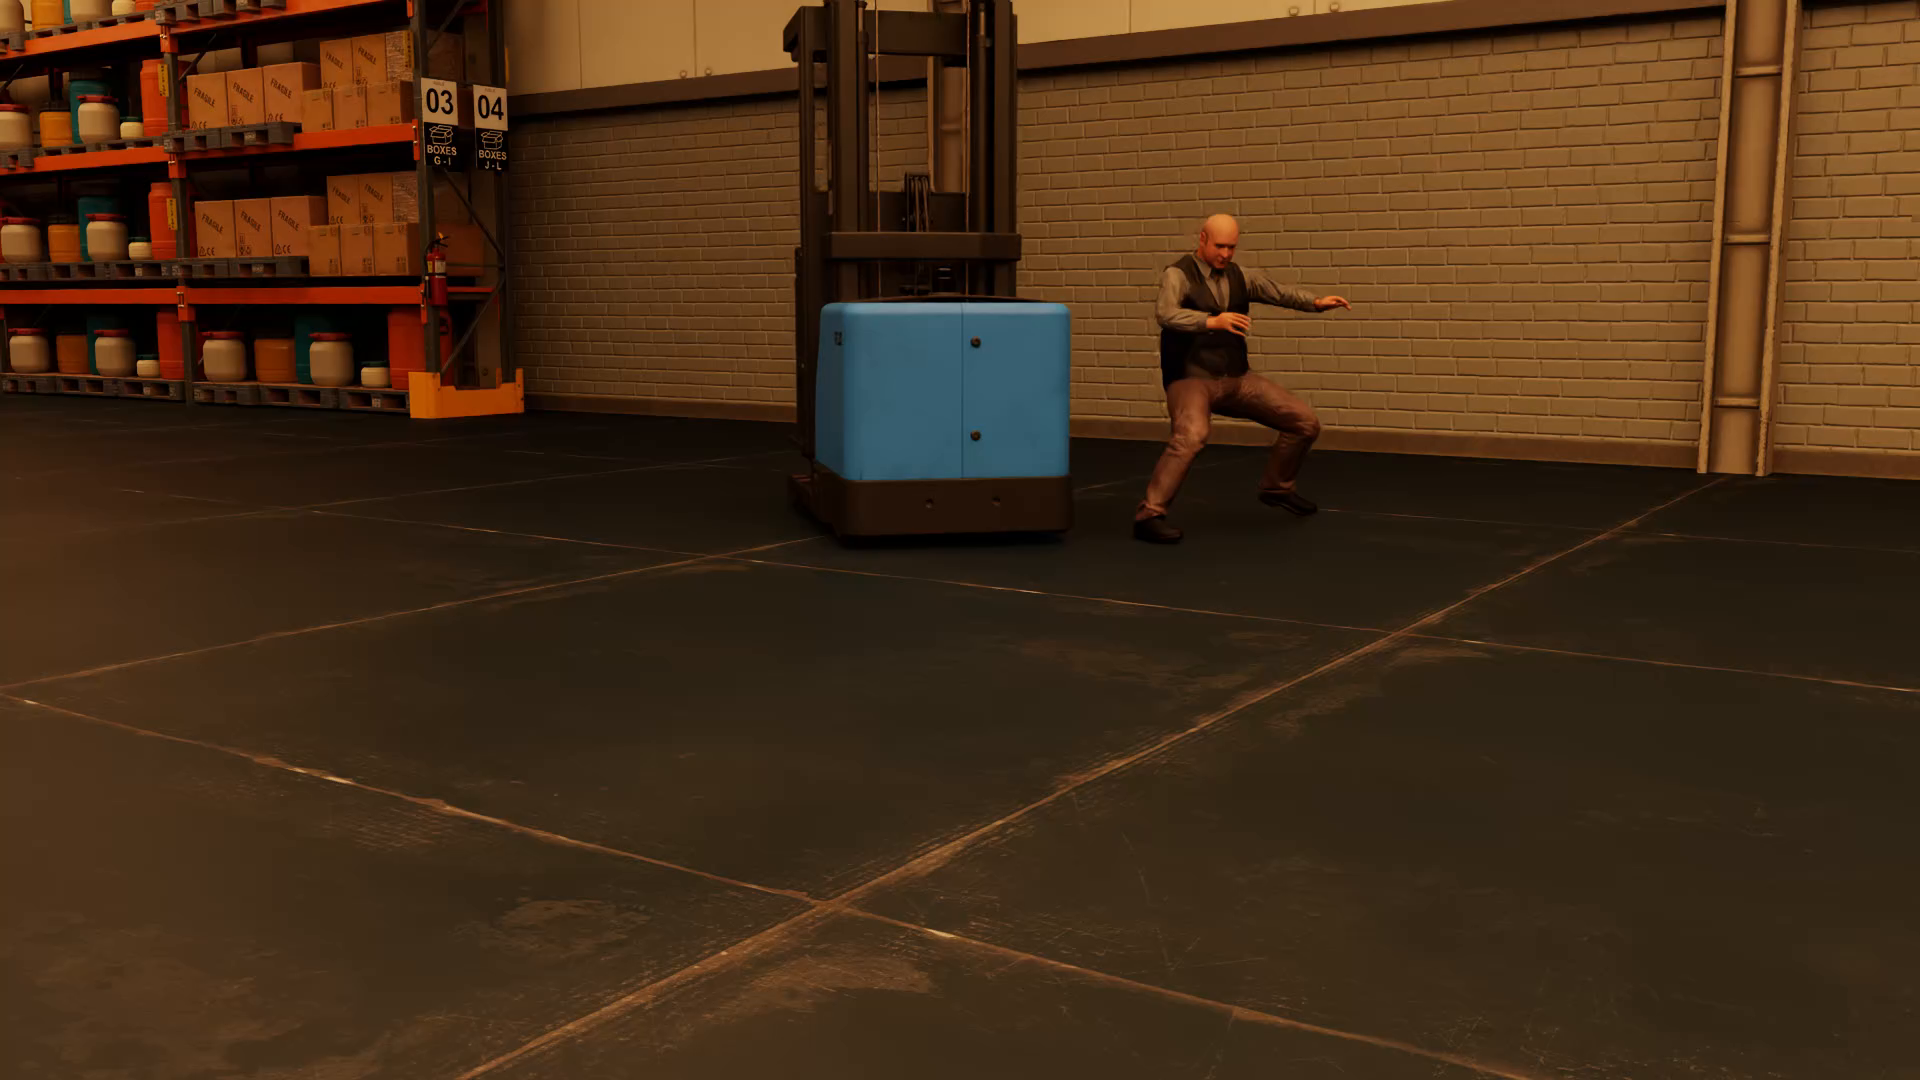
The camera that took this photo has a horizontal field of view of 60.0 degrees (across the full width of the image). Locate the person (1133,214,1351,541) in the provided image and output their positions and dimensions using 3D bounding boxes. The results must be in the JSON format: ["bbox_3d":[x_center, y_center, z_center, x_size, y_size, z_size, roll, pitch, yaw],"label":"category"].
[{"bbox_3d":[1.292,-0.794,7.892,1.199,1.484,0.709,-4,9,-26],"label":"person"}]

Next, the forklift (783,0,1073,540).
[{"bbox_3d":[-0.309,-1.619,8.575,1.130,2.935,3.031,-2,8,-12],"label":"forklift"}]
